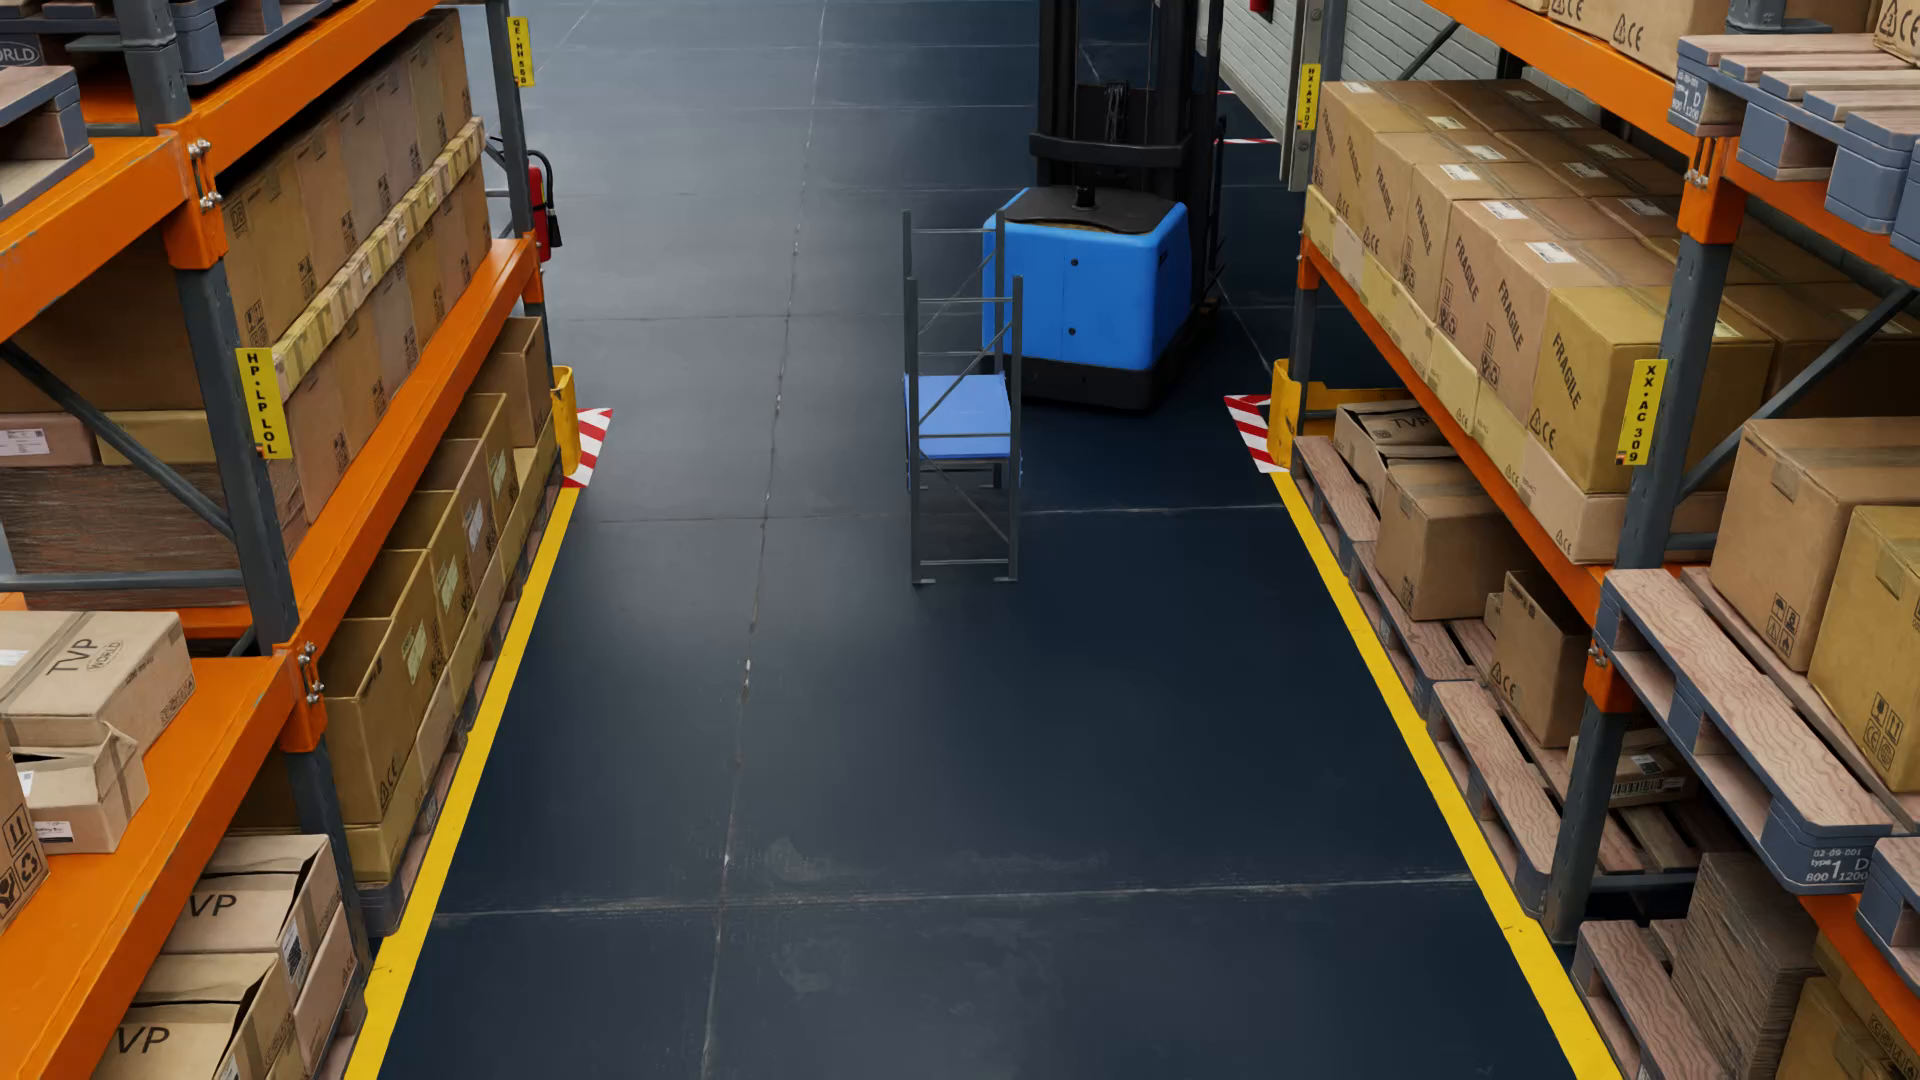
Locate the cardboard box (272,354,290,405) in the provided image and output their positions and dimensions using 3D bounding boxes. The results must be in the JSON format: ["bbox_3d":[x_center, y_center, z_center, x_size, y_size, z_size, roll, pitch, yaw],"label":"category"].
[{"bbox_3d":[-2.283,-0.452,5.064,0.380,0.149,0.250,-1,28,-2],"label":"cardboard box"}]

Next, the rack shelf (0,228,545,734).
[{"bbox_3d":[-2.553,-0.480,6.705,1.077,0.370,4.000,-1,28,-3],"label":"rack shelf"}]

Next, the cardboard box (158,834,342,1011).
[{"bbox_3d":[-2.142,1.089,4.832,0.500,0.311,0.500,-1,28,-3],"label":"cardboard box"}]

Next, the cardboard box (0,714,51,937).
[{"bbox_3d":[-2.398,0.678,3.598,0.500,0.500,0.500,1,28,1],"label":"cardboard box"}]

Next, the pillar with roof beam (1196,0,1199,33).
[{"bbox_3d":[-1.736,-9.640,17.002,9.100,9.000,0.400,-1,28,-3],"label":"pillar with roof beam"}]

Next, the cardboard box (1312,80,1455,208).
[{"bbox_3d":[2.014,-1.892,7.963,0.500,0.500,0.500,-1,28,-3],"label":"cardboard box"}]

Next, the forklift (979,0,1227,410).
[{"bbox_3d":[1.090,-2.707,10.271,1.130,2.935,3.031,9,29,17],"label":"forklift"}]

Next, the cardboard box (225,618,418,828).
[{"bbox_3d":[-2.161,0.603,5.559,0.500,0.500,0.500,-1,28,-3],"label":"cardboard box"}]

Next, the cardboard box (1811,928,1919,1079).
[{"bbox_3d":[2.579,1.126,4.263,0.500,0.250,0.500,-2,28,-4],"label":"cardboard box"}]

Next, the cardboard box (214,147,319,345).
[{"bbox_3d":[-2.506,-0.933,5.285,0.700,0.500,0.500,-1,28,-3],"label":"cardboard box"}]

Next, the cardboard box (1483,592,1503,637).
[{"bbox_3d":[2.434,0.333,6.976,0.380,0.149,0.250,-4,28,-7],"label":"cardboard box"}]

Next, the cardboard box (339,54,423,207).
[{"bbox_3d":[-2.583,-1.627,6.614,0.700,0.500,0.500,-1,28,-2],"label":"cardboard box"}]

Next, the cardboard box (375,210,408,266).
[{"bbox_3d":[-2.364,-1.167,6.434,0.380,0.149,0.250,-2,28,-3],"label":"cardboard box"}]

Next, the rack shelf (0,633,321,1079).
[{"bbox_3d":[-2.345,1.367,3.164,1.077,0.370,4.000,-1,28,-3],"label":"rack shelf"}]

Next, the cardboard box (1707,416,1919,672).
[{"bbox_3d":[2.490,-0.001,4.424,0.700,0.500,0.500,-1,28,-2],"label":"cardboard box"}]

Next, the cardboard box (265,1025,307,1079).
[{"bbox_3d":[-2.113,1.575,4.505,0.500,0.250,0.500,-2,28,-3],"label":"cardboard box"}]

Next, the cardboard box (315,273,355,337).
[{"bbox_3d":[-2.324,-0.808,5.746,0.380,0.149,0.250,-2,28,-4],"label":"cardboard box"}]

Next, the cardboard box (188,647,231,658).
[{"bbox_3d":[-2.706,0.385,5.977,0.500,0.500,0.500,-1,28,-3],"label":"cardboard box"}]

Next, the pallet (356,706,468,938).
[{"bbox_3d":[-2.449,0.992,6.119,1.003,0.211,1.213,-1,28,-3],"label":"pallet"}]

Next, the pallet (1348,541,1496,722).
[{"bbox_3d":[2.361,0.365,7.322,1.003,0.211,1.213,-1,28,-3],"label":"pallet"}]

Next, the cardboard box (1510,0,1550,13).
[{"bbox_3d":[2.144,-2.096,5.652,0.500,0.500,0.500,-2,28,-5],"label":"cardboard box"}]

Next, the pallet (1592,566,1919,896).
[{"bbox_3d":[2.392,0.444,4.362,1.003,0.211,1.213,-1,28,-3],"label":"pallet"}]

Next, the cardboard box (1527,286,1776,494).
[{"bbox_3d":[2.164,-0.483,5.262,0.500,0.500,0.500,-1,28,-3],"label":"cardboard box"}]

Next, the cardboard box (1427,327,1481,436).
[{"bbox_3d":[2.111,-0.613,6.322,0.500,0.250,0.500,-2,28,-3],"label":"cardboard box"}]

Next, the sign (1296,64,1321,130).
[{"bbox_3d":[1.747,-2.215,8.317,0.100,0.325,0.005,-1,28,-3],"label":"sign"}]

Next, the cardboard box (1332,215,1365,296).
[{"bbox_3d":[2.039,-1.314,7.667,0.500,0.250,0.500,-2,28,-4],"label":"cardboard box"}]

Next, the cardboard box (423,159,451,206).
[{"bbox_3d":[-2.408,-1.528,7.126,0.380,0.149,0.250,-1,28,-2],"label":"cardboard box"}]

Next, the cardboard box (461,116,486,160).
[{"bbox_3d":[-2.448,-1.883,7.807,0.380,0.149,0.250,-2,28,-4],"label":"cardboard box"}]

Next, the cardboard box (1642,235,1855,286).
[{"bbox_3d":[2.659,-0.733,5.742,0.500,0.500,0.500,-2,28,-3],"label":"cardboard box"}]

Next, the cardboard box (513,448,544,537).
[{"bbox_3d":[-2.297,-0.219,7.945,0.500,0.250,0.500,-1,28,-3],"label":"cardboard box"}]

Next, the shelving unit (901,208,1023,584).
[{"bbox_3d":[-0.004,-0.704,7.979,0.538,1.500,1.048,-1,28,-3],"label":"shelving unit"}]

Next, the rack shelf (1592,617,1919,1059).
[{"bbox_3d":[2.602,1.245,3.396,1.077,0.370,4.000,-1,28,-3],"label":"rack shelf"}]

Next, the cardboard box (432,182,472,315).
[{"bbox_3d":[-2.614,-1.309,7.408,0.700,0.500,0.500,-1,28,-1],"label":"cardboard box"}]

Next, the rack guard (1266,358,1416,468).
[{"bbox_3d":[2.293,-0.701,9.053,1.175,0.500,0.348,-1,28,-3],"label":"rack guard"}]

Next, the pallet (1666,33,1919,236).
[{"bbox_3d":[2.424,-0.956,3.799,1.213,0.211,1.003,-1,28,-3],"label":"pallet"}]

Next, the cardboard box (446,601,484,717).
[{"bbox_3d":[-2.212,0.474,6.618,0.500,0.250,0.500,-1,28,-3],"label":"cardboard box"}]

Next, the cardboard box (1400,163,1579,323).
[{"bbox_3d":[2.089,-1.186,6.610,0.500,0.500,0.500,-1,28,-1],"label":"cardboard box"}]

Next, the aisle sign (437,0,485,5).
[{"bbox_3d":[-2.368,-2.913,7.781,0.394,0.787,0.004,-1,28,-3],"label":"aisle sign"}]

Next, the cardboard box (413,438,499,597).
[{"bbox_3d":[-2.241,-0.090,6.887,0.500,0.500,0.500,-1,28,-3],"label":"cardboard box"}]

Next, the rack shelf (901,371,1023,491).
[{"bbox_3d":[-0.004,-0.545,8.062,0.538,0.185,1.000,-1,28,-3],"label":"rack shelf"}]

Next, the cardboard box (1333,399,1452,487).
[{"bbox_3d":[2.235,-0.526,8.446,0.500,0.311,0.500,-4,28,-8],"label":"cardboard box"}]

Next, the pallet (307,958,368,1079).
[{"bbox_3d":[-2.372,1.700,4.762,1.003,0.211,1.213,-1,28,-3],"label":"pallet"}]

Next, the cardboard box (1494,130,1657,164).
[{"bbox_3d":[2.574,-1.435,7.088,0.500,0.500,0.500,-2,28,-4],"label":"cardboard box"}]

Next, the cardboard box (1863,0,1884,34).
[{"bbox_3d":[2.724,-1.613,4.725,0.500,0.500,0.500,0,28,-1],"label":"cardboard box"}]

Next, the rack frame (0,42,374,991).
[{"bbox_3d":[-2.449,0.124,4.768,1.000,3.000,0.127,-1,28,-3],"label":"rack frame"}]

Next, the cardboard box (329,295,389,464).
[{"bbox_3d":[-2.535,-0.600,6.049,0.700,0.500,0.500,-1,28,-2],"label":"cardboard box"}]

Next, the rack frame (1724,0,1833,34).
[{"bbox_3d":[2.498,-2.657,3.614,1.000,3.000,0.127,-1,28,-3],"label":"rack frame"}]
